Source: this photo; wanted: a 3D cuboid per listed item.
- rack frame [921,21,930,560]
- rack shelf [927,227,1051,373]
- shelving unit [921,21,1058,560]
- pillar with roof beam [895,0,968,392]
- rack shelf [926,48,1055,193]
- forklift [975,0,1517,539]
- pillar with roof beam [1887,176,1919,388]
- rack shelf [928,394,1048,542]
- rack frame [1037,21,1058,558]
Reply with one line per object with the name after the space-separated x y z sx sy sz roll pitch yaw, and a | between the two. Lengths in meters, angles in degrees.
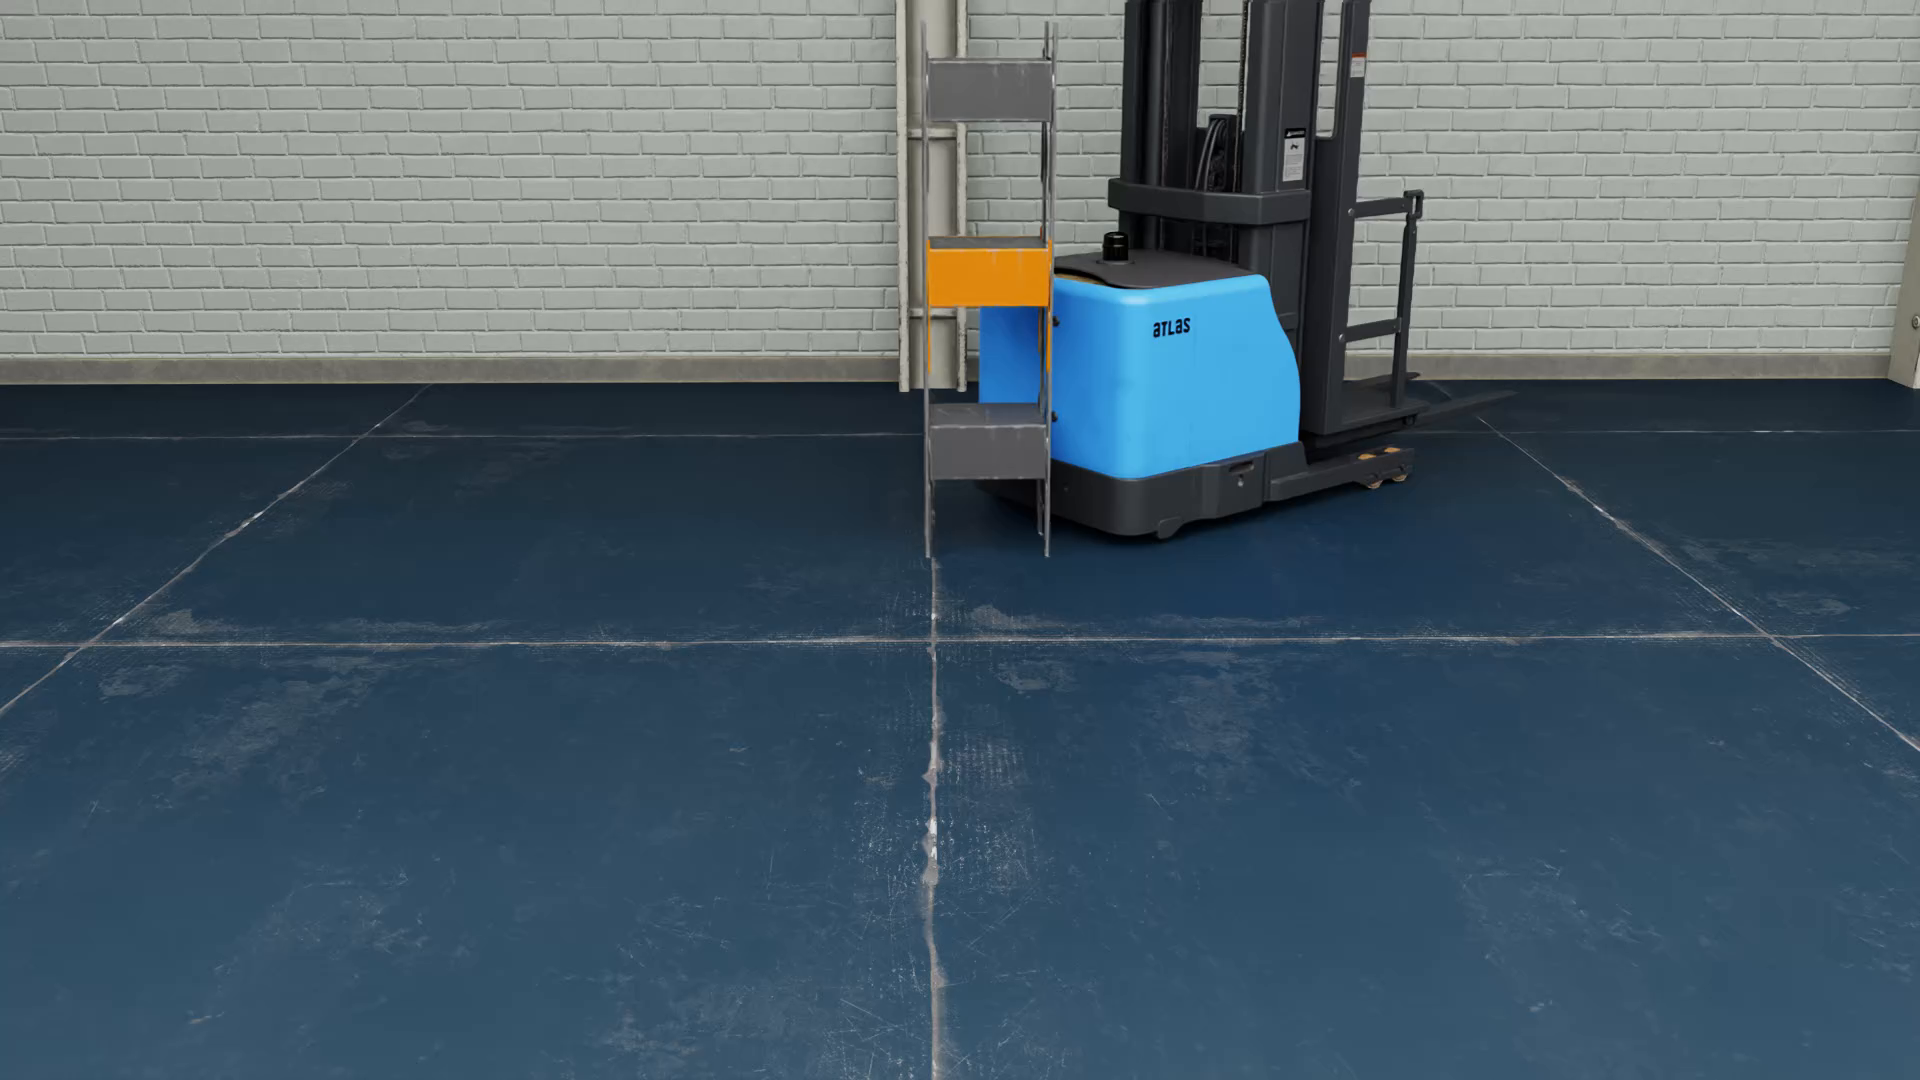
-0.138 -0.981 6.667 0.015 2.100 0.400 -1 18 -2 | rack frame
0.105 -0.970 6.680 0.480 0.518 0.431 -1 18 -2 | rack shelf
0.105 -0.983 6.676 0.503 2.100 0.431 -1 18 -2 | shelving unit
-0.092 -3.889 4.437 0.400 9.000 9.100 0 18 -1 | pillar with roof beam
0.105 -1.637 6.466 0.480 0.518 0.431 -1 18 -2 | rack shelf
1.535 -1.745 7.689 3.031 2.935 1.130 -14 22 -37 | forklift
5.907 -3.918 4.528 0.400 9.000 9.100 0 18 -1 | pillar with roof beam
0.105 -0.304 6.894 0.480 0.518 0.431 -1 18 -2 | rack shelf
0.349 -0.986 6.685 0.015 2.100 0.400 -1 18 -2 | rack frame
